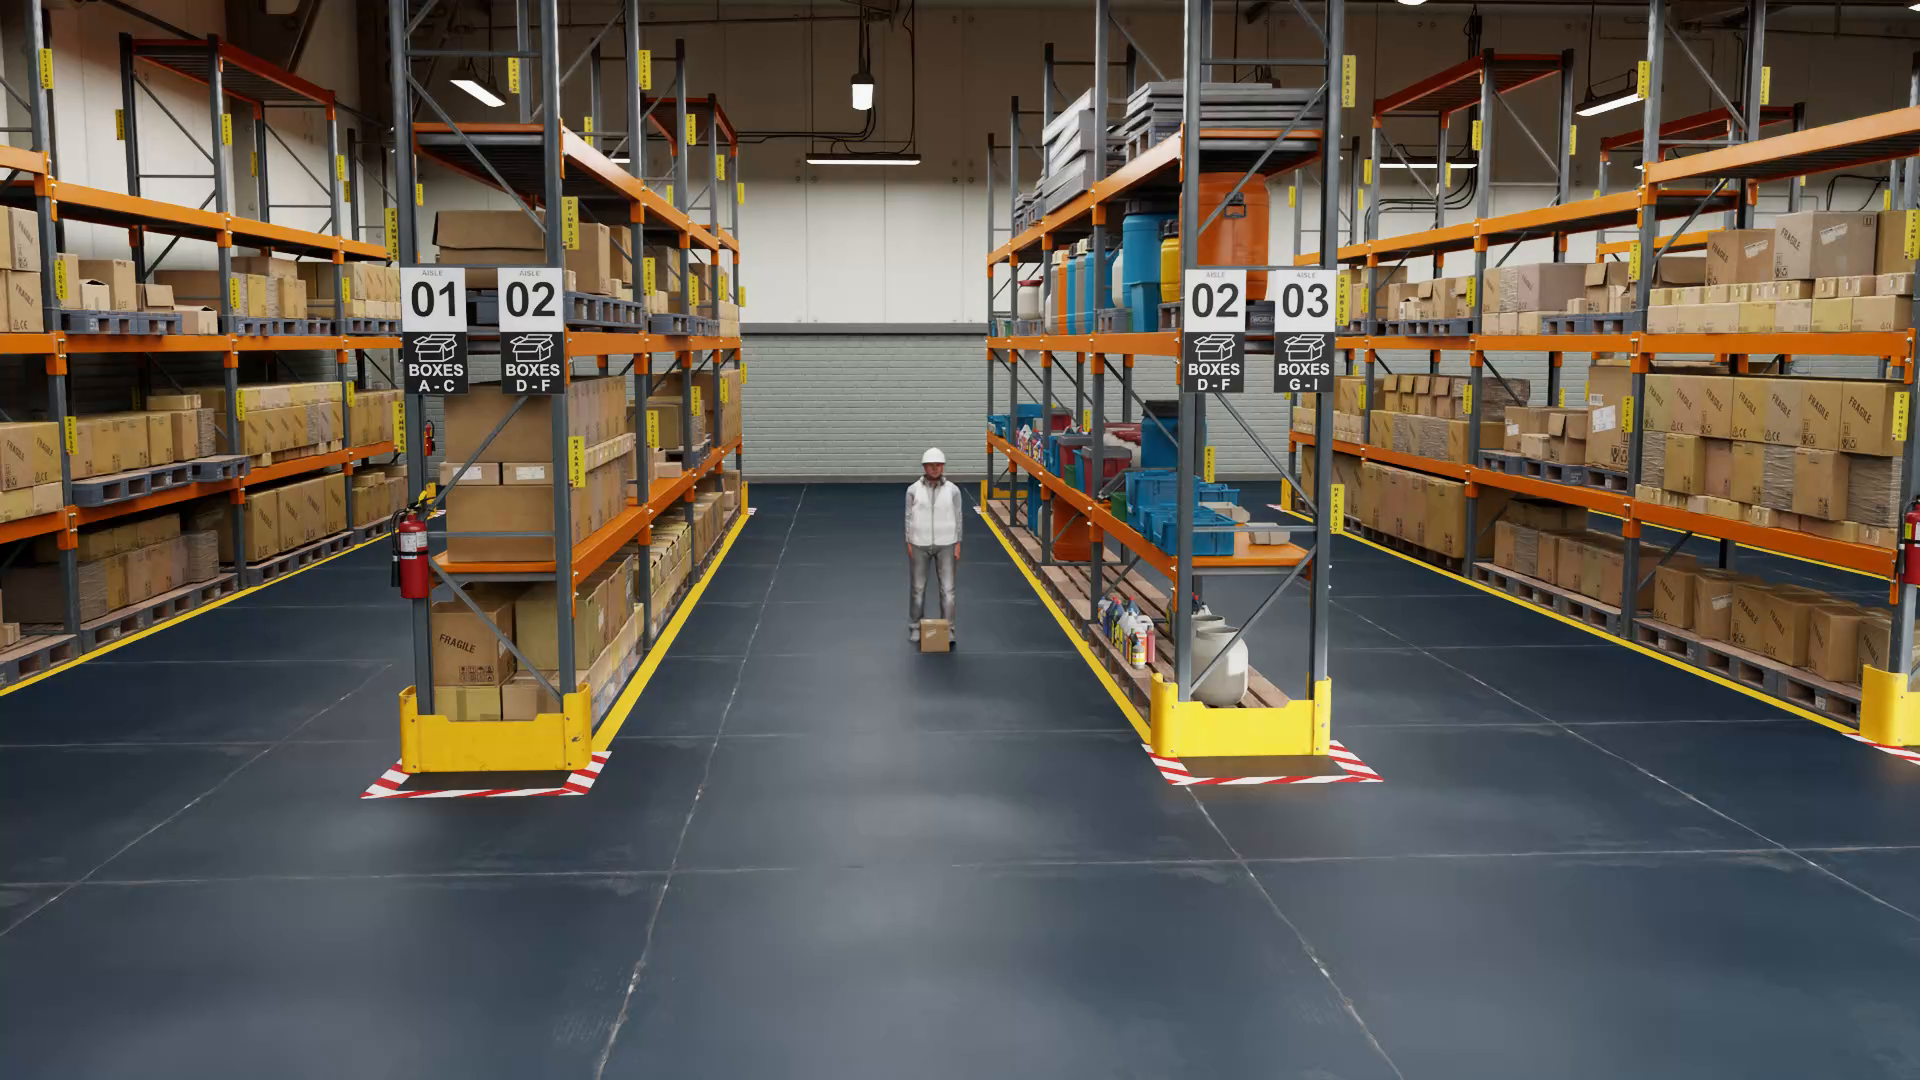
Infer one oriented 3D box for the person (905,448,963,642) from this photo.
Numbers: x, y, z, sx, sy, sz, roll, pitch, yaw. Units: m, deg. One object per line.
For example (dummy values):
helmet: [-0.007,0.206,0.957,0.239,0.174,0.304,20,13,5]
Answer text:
person: [-0.237,0.058,15.264,0.533,1.798,0.444,0,7,-2]
